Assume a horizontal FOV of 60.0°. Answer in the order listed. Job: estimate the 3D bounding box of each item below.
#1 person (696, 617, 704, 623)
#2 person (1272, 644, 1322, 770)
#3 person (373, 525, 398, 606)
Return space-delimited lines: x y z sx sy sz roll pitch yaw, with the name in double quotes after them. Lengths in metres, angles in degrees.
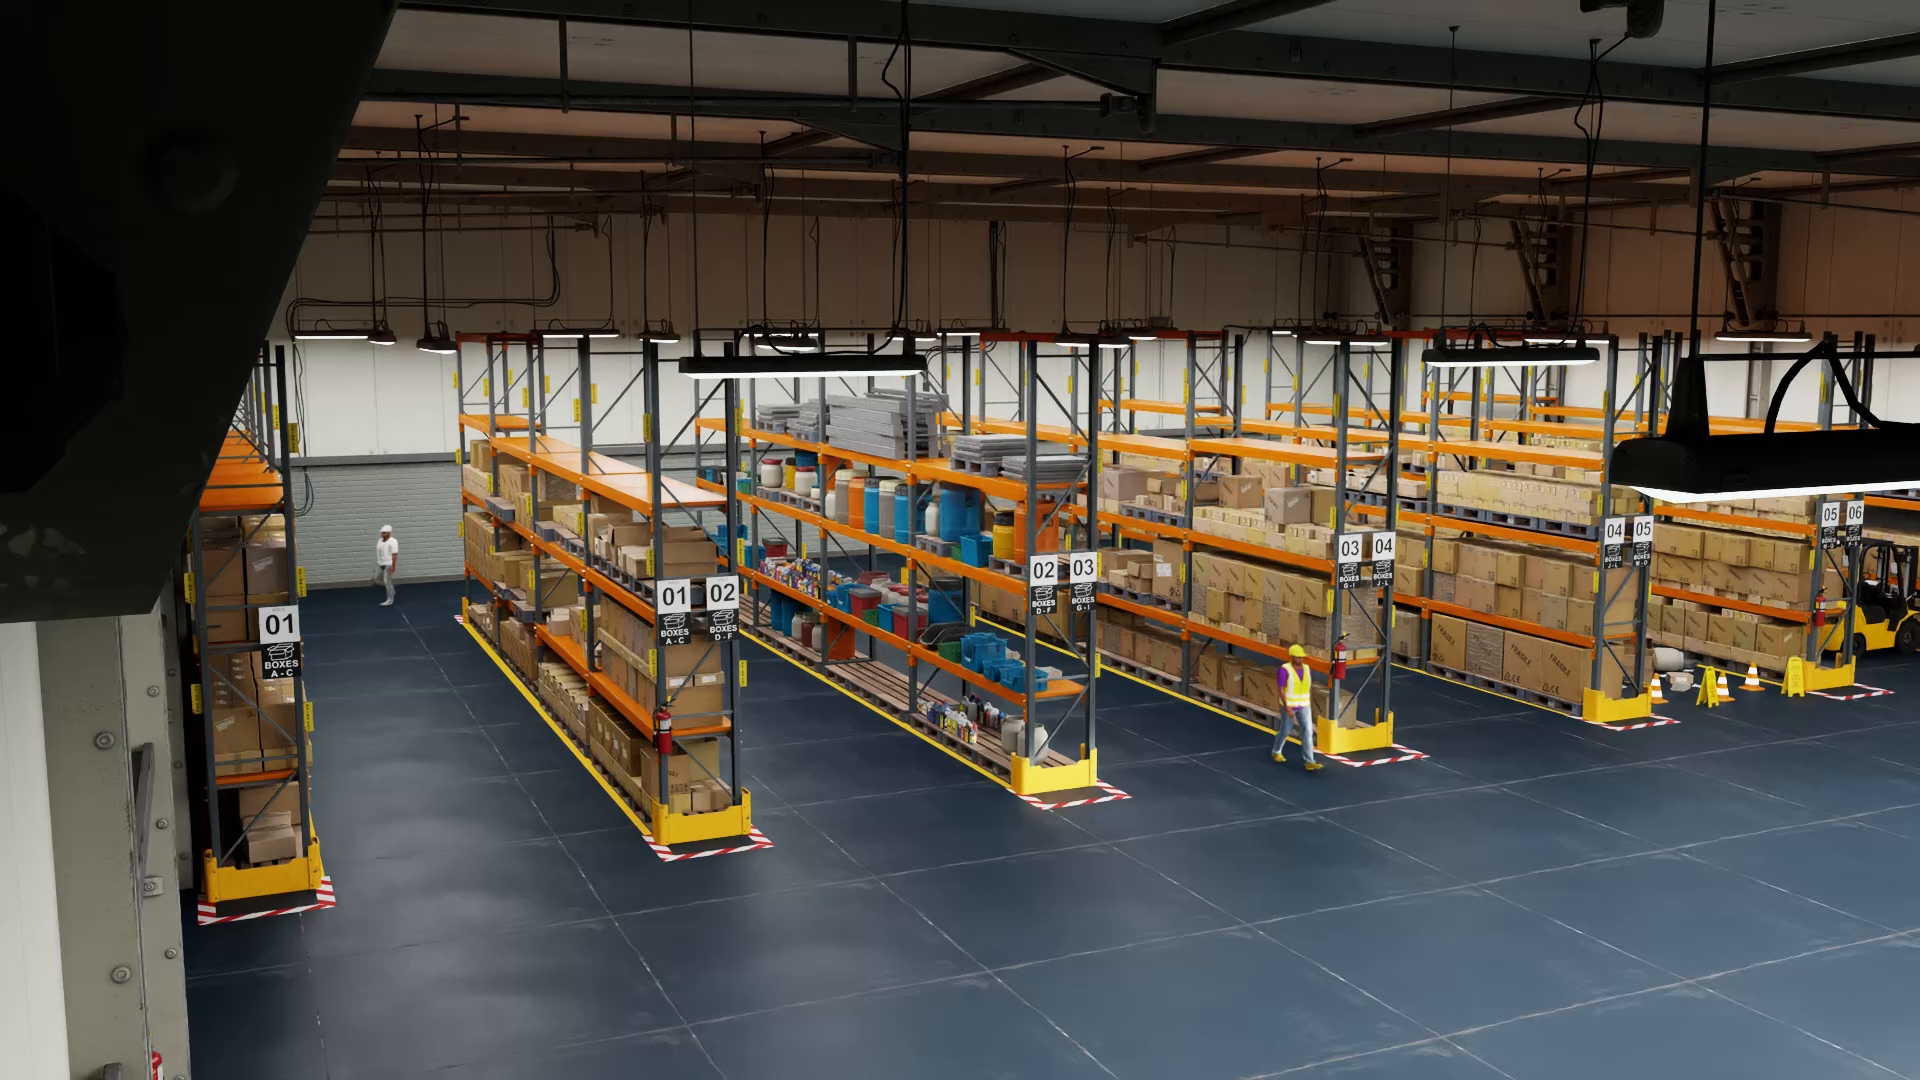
-5.002 1.323 31.350 0.621 1.603 0.692 -2 8 -13 "person"
4.719 2.338 23.343 0.562 1.757 0.848 -2 8 -13 "person"
-12.546 0.549 36.354 0.593 1.760 0.498 4 9 28 "person"
